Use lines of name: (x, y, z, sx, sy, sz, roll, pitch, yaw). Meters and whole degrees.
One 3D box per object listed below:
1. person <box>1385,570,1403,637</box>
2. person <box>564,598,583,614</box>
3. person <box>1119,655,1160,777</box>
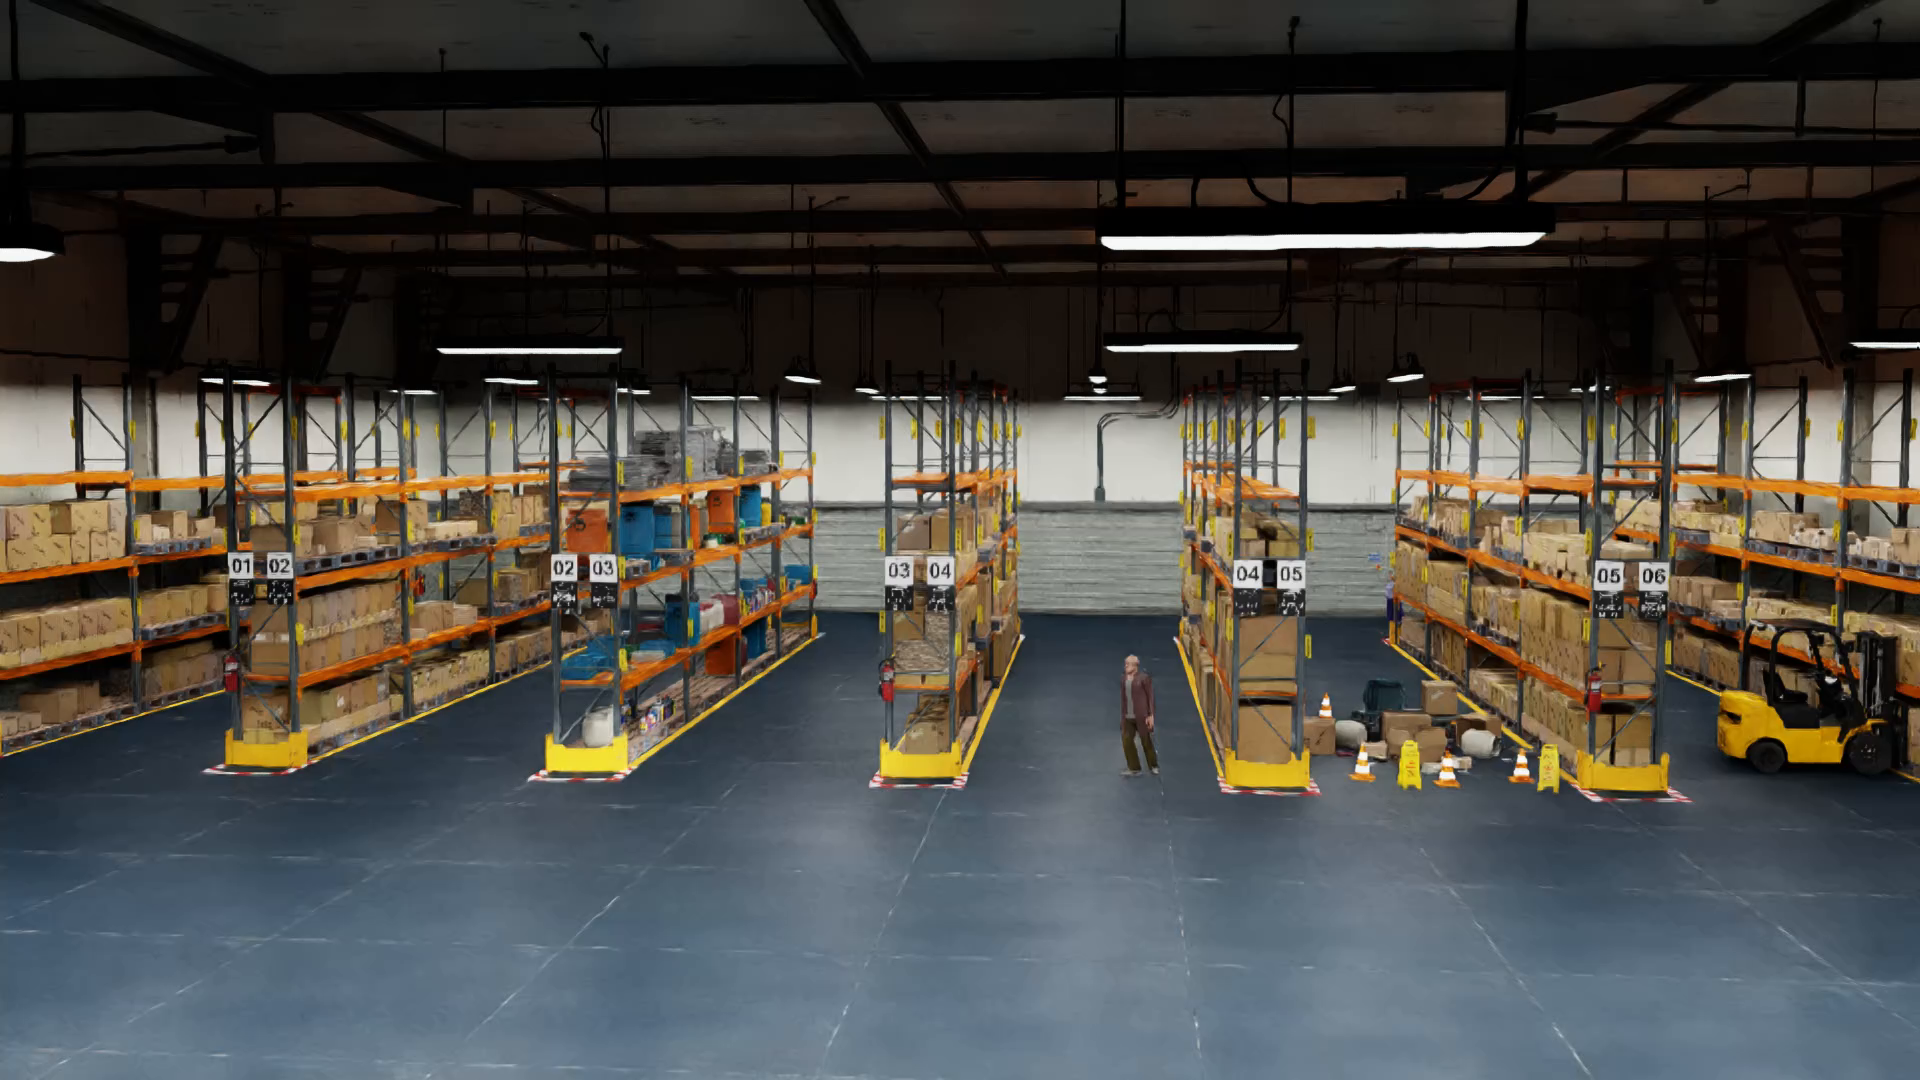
person: (10.597, 1.549, 40.175, 0.510, 1.637, 0.714, -1, 4, -18)
person: (-10.295, 1.171, 44.713, 0.463, 1.761, 0.720, 3, 5, 35)
person: (2.601, 2.540, 24.098, 0.614, 1.768, 0.630, 3, 5, 41)
